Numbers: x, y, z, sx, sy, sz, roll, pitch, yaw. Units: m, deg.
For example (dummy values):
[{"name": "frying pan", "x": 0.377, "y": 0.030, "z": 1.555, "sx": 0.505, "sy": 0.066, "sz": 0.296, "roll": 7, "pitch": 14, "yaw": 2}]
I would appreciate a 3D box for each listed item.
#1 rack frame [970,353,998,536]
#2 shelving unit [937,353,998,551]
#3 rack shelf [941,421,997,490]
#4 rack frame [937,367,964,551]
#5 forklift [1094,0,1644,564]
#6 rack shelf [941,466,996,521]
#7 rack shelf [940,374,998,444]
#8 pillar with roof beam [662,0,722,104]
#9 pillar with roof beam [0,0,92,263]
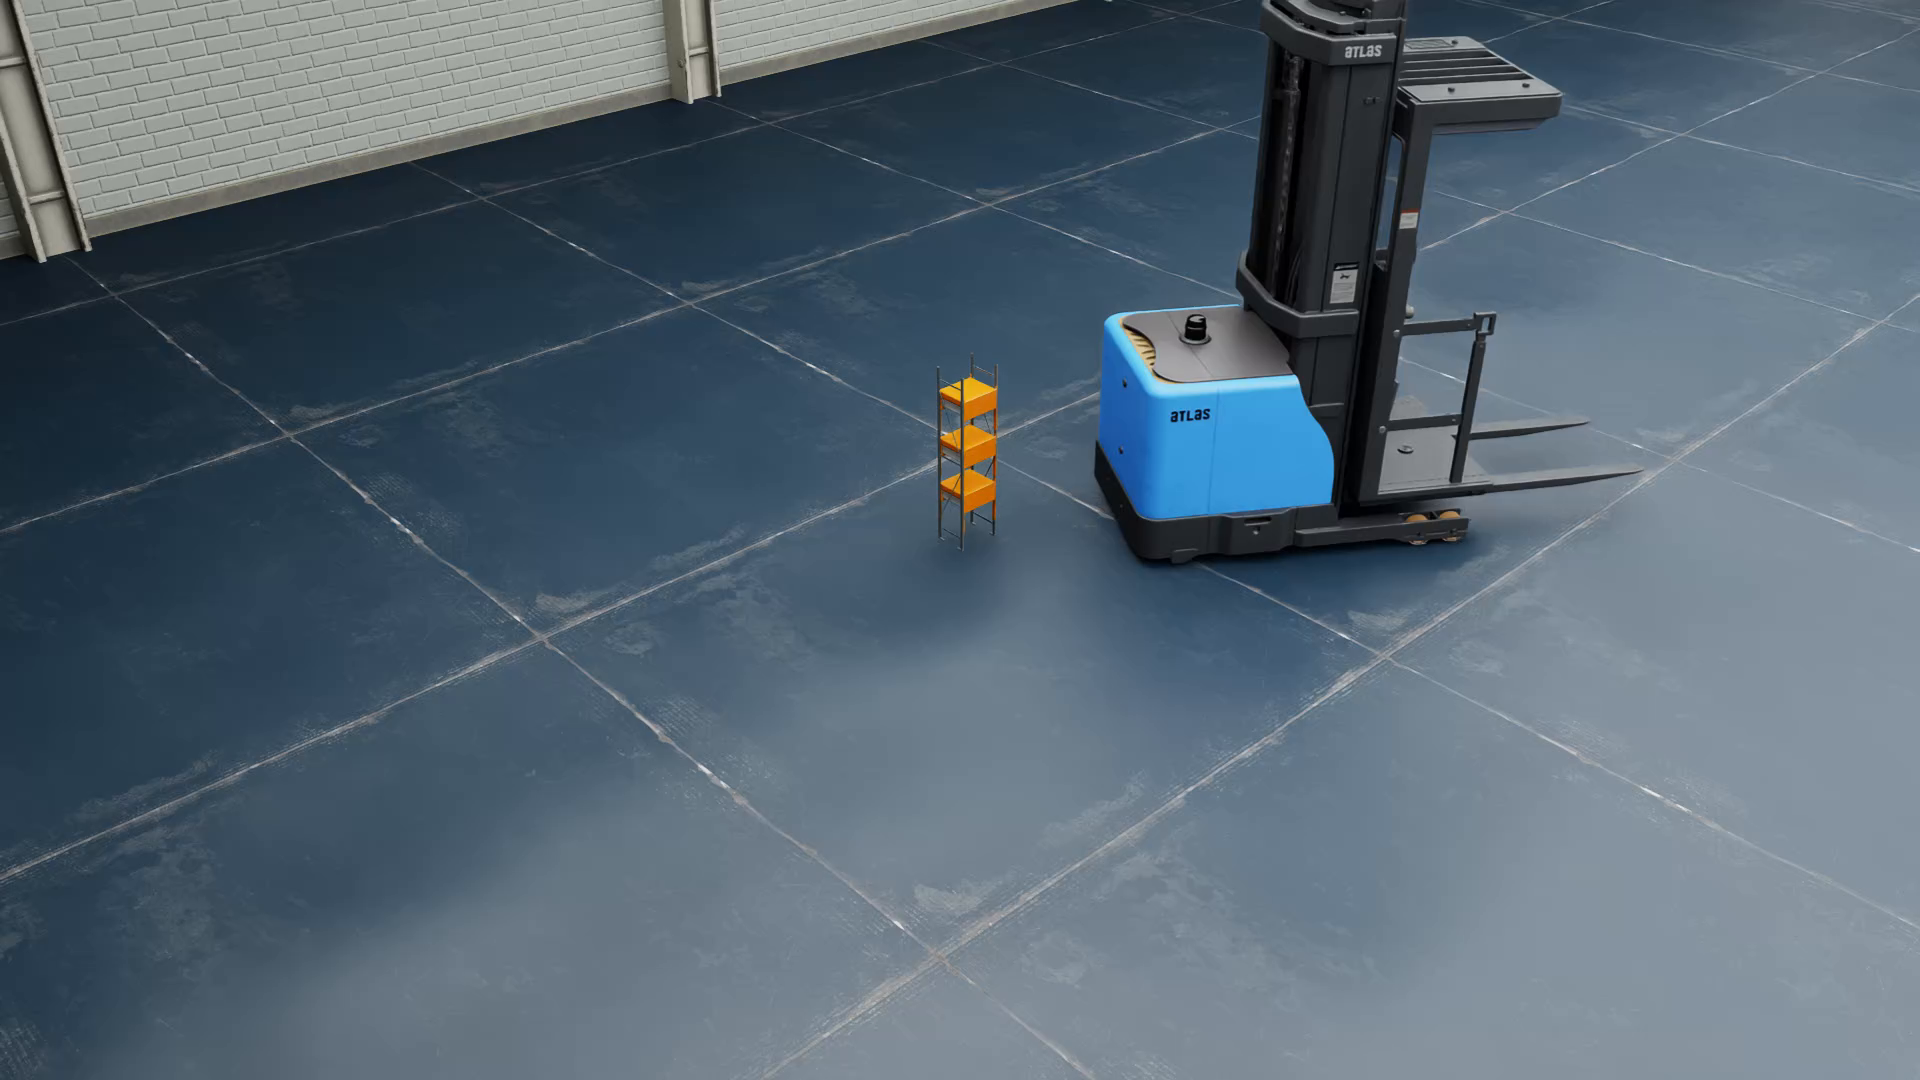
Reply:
[{"name": "rack frame", "x": 0.129, "y": -0.510, "z": 9.078, "sx": 0.008, "sy": 1.050, "sz": 0.200, "roll": -26, "pitch": 40, "yaw": -35}, {"name": "shelving unit", "x": 0.039, "y": -0.467, "z": 9.007, "sx": 0.252, "sy": 1.050, "sz": 0.215, "roll": -26, "pitch": 40, "yaw": -35}, {"name": "rack shelf", "x": 0.039, "y": -0.458, "z": 9.013, "sx": 0.240, "sy": 0.259, "sz": 0.215, "roll": -26, "pitch": 40, "yaw": -35}, {"name": "rack frame", "x": -0.050, "y": -0.424, "z": 8.936, "sx": 0.008, "sy": 1.050, "sz": 0.200, "roll": -26, "pitch": 40, "yaw": -35}, {"name": "forklift", "x": 2.353, "y": -1.489, "z": 8.875, "sx": 3.031, "sy": 2.935, "sz": 1.130, "roll": -6, "pitch": 32, "yaw": -9}, {"name": "rack shelf", "x": 0.039, "y": -0.221, "z": 9.158, "sx": 0.240, "sy": 0.259, "sz": 0.215, "roll": -26, "pitch": 40, "yaw": -35}, {"name": "rack shelf", "x": 0.039, "y": -0.700, "z": 8.865, "sx": 0.240, "sy": 0.259, "sz": 0.215, "roll": -26, "pitch": 40, "yaw": -35}, {"name": "pillar with roof beam", "x": 0.325, "y": -6.568, "z": 11.366, "sx": 0.400, "sy": 9.000, "sz": 9.100, "roll": -26, "pitch": 40, "yaw": -35}, {"name": "pillar with roof beam", "x": -4.075, "y": -4.440, "z": 7.885, "sx": 0.400, "sy": 9.000, "sz": 9.100, "roll": -26, "pitch": 40, "yaw": -35}]
